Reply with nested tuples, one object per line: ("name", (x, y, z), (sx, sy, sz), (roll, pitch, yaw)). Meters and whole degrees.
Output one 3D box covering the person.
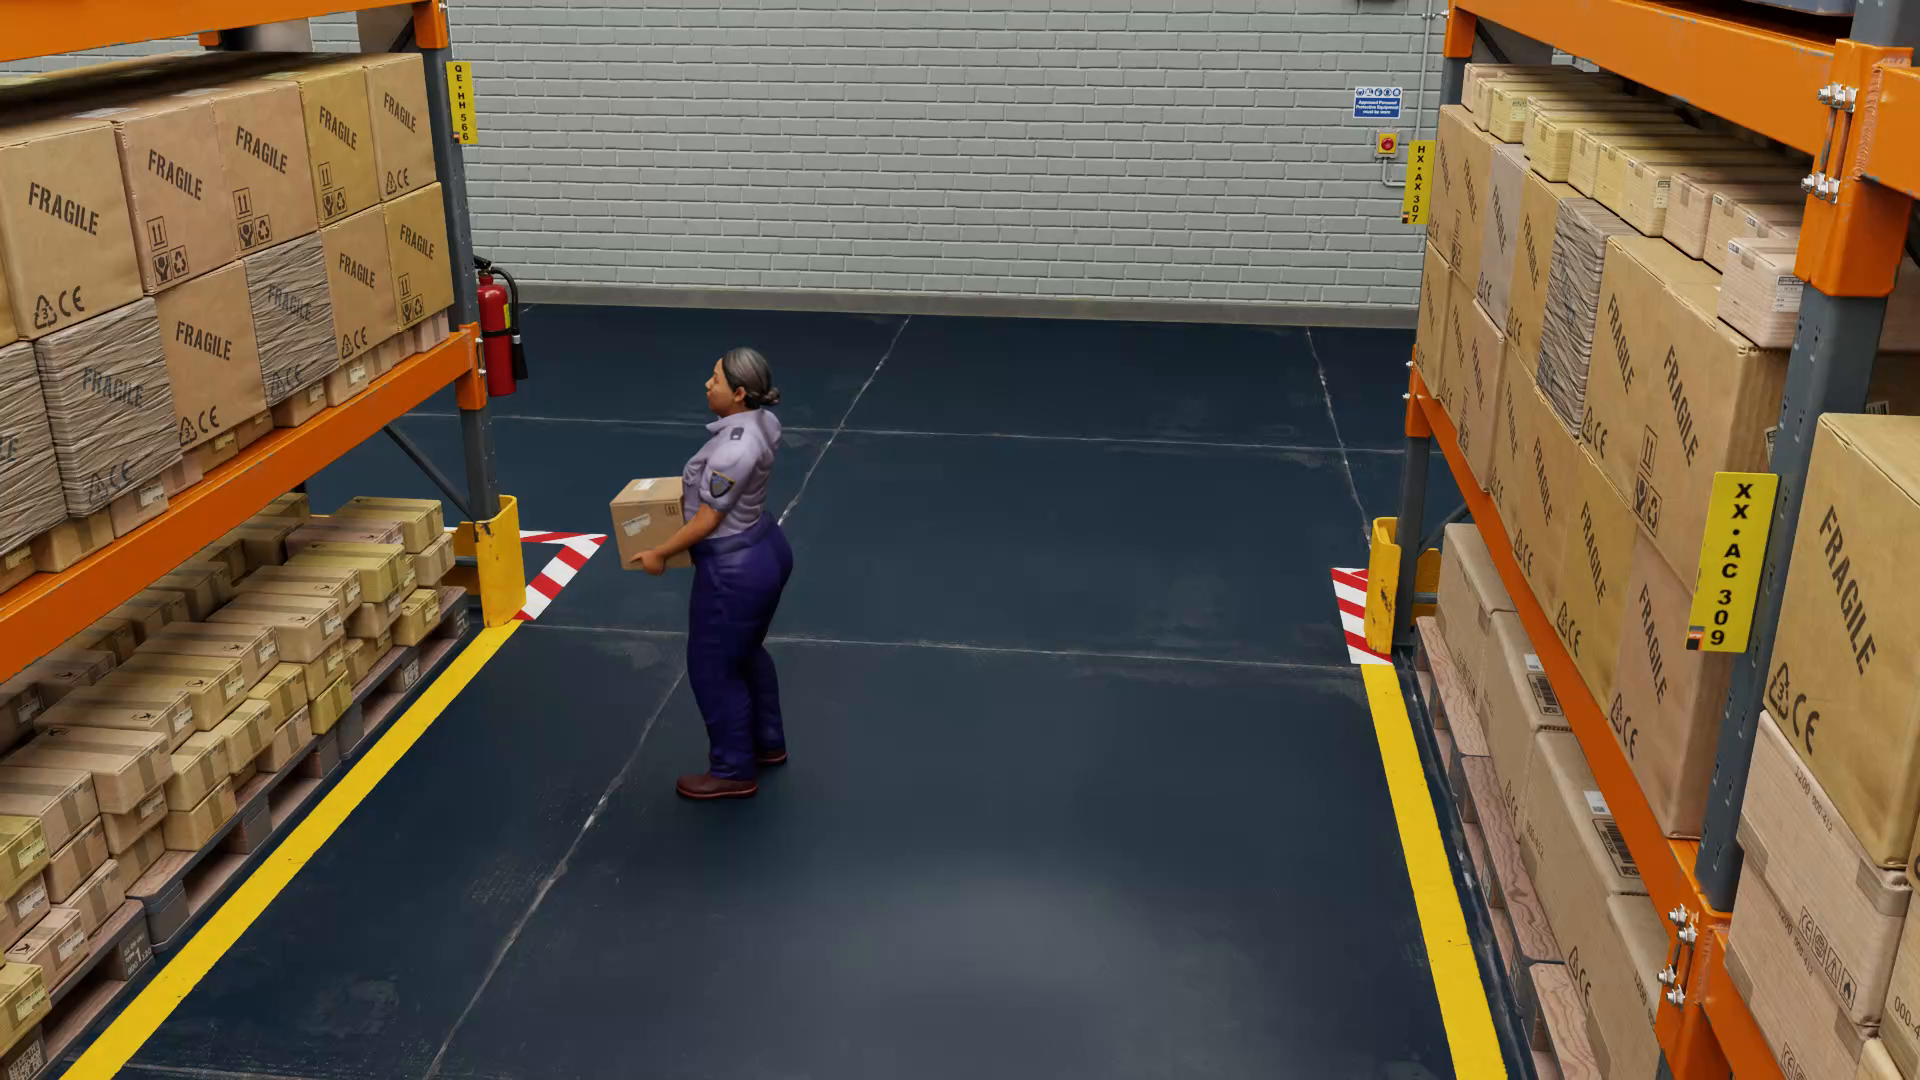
("person", (-0.861, 0.120, 5.830), (0.525, 1.623, 0.452), (3, 21, 7))
